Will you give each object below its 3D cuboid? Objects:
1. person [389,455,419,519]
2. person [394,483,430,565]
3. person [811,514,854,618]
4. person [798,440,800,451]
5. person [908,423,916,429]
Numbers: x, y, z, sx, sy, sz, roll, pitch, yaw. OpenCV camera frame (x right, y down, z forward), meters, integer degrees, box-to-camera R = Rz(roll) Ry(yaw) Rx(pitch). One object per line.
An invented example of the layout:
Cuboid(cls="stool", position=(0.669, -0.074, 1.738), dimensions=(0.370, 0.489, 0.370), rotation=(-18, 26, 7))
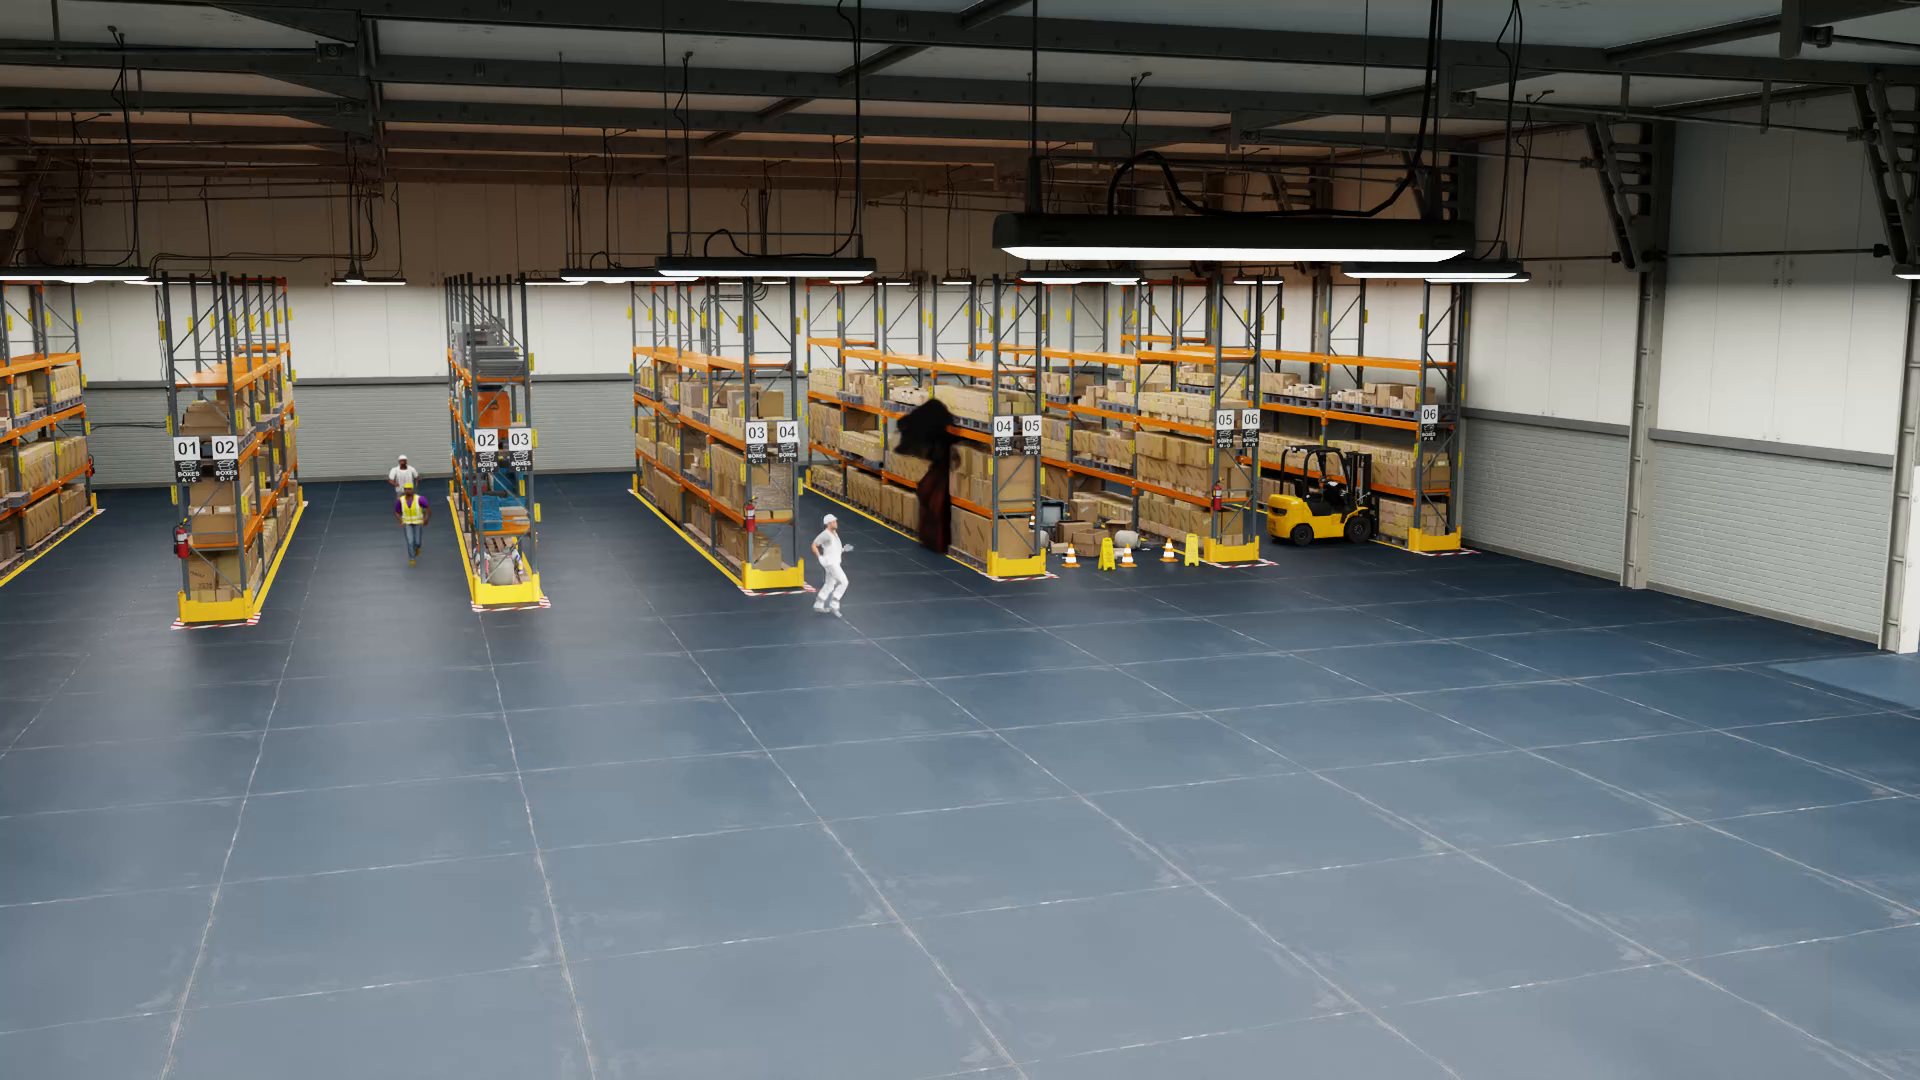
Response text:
Cuboid(cls="person", position=(-13.437, -1.193, 40.252), dimensions=(0.714, 1.731, 0.791), rotation=(-4, 9, -23))
Cuboid(cls="person", position=(-11.407, -0.339, 34.650), dimensions=(0.713, 1.730, 0.661), rotation=(-2, 9, -12))
Cuboid(cls="person", position=(-2.232, 0.459, 29.137), dimensions=(0.739, 1.819, 0.640), rotation=(1, 9, 8))
Cuboid(cls="person", position=(-5.071, -2.491, 48.892), dimensions=(0.545, 1.699, 0.705), rotation=(-7, 11, -40))
Cuboid(cls="person", position=(-1.447, -2.717, 50.434), dimensions=(0.782, 1.682, 0.674), rotation=(-4, 9, -25))
